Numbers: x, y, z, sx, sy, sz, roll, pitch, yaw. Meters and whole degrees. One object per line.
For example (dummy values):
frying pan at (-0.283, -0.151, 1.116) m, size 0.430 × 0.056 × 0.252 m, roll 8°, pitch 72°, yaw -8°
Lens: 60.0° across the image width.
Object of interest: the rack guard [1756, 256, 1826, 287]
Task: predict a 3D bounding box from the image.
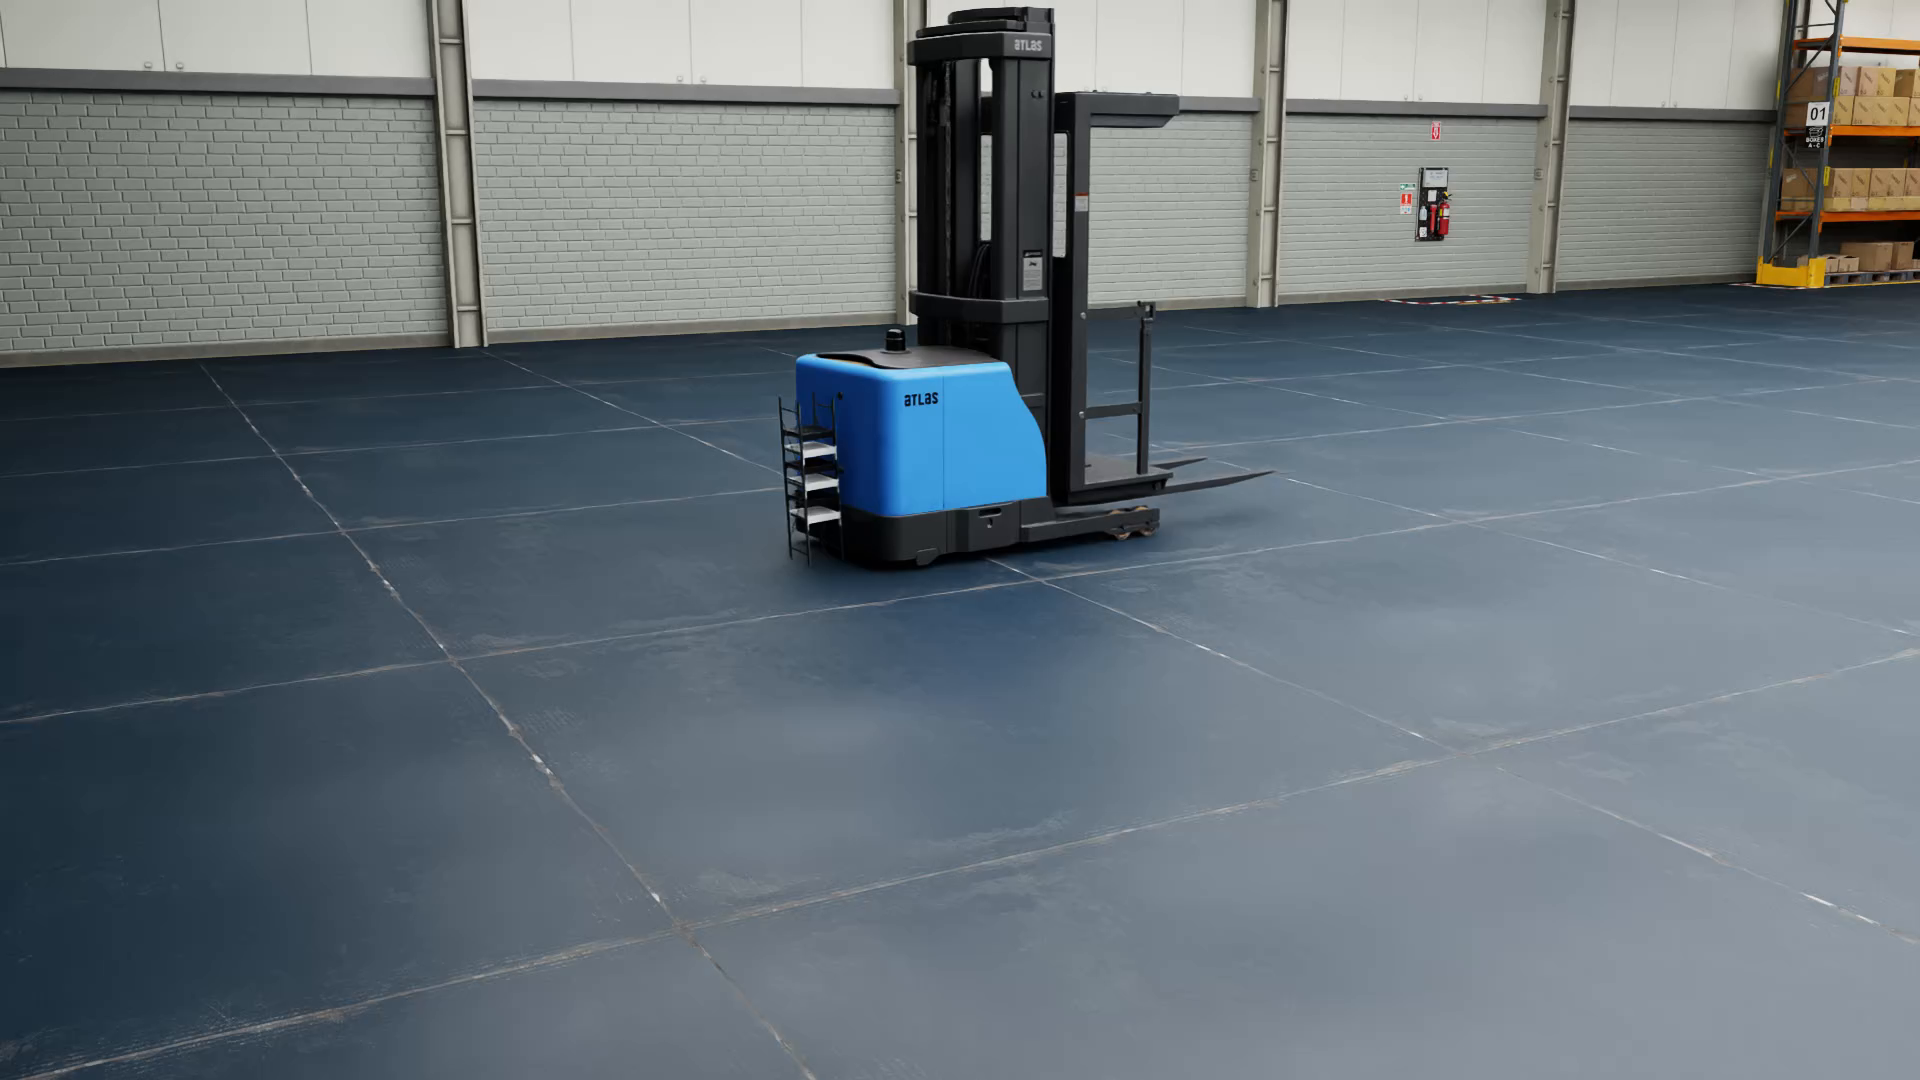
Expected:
rack guard at (15.033, -4.867, 30.097) m, size 0.348 × 0.500 × 1.175 m, roll -7°, pitch 14°, yaw -28°

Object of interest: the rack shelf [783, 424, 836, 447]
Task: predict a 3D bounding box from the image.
rack shelf at (-0.816, -0.560, 8.950) m, size 0.200 × 0.077 × 0.258 m, roll -11°, pitch 17°, yaw -31°

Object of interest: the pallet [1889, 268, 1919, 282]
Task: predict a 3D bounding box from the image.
pallet at (17.905, -5.061, 31.618) m, size 1.213 × 0.211 × 1.003 m, roll -7°, pitch 14°, yaw -28°

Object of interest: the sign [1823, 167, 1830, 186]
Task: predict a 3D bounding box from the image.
sign at (15.227, -6.396, 29.227) m, size 0.005 × 0.325 × 0.100 m, roll -7°, pitch 14°, yaw -28°

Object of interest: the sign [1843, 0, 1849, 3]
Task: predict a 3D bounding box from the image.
sign at (15.226, -9.395, 28.552) m, size 0.005 × 0.325 × 0.100 m, roll -7°, pitch 14°, yaw -28°

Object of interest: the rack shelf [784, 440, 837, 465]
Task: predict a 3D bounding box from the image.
rack shelf at (-0.812, -0.473, 8.972) m, size 0.200 × 0.077 × 0.258 m, roll -11°, pitch 17°, yaw -31°

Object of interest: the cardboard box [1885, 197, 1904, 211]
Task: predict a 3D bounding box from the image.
cardboard box at (16.891, -6.168, 30.480) m, size 0.500 × 0.250 × 0.500 m, roll -7°, pitch 14°, yaw -27°

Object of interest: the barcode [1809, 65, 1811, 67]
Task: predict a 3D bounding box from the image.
barcode at (15.350, -8.542, 30.031) m, size 0.075 × 0.075 × 0.001 m, roll -7°, pitch 14°, yaw -28°

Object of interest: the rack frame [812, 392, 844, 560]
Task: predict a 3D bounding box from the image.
rack frame at (-0.720, -0.348, 9.060) m, size 0.006 × 0.900 × 0.240 m, roll -11°, pitch 17°, yaw -31°

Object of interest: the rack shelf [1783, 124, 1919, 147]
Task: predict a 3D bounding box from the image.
rack shelf at (16.722, -7.401, 30.471) m, size 4.000 × 0.370 × 1.077 m, roll -7°, pitch 14°, yaw -28°

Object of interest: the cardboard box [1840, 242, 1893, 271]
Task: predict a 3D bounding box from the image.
cardboard box at (16.785, -5.257, 30.826) m, size 0.500 × 0.500 × 0.700 m, roll -8°, pitch 15°, yaw -31°

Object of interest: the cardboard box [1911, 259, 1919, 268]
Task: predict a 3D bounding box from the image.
cardboard box at (18.022, -5.270, 31.643) m, size 0.250 × 0.166 × 0.380 m, roll -9°, pitch 16°, yaw -35°

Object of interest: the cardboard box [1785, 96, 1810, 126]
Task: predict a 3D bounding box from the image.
cardboard box at (15.212, -7.693, 29.856) m, size 0.500 × 0.500 × 0.500 m, roll -6°, pitch 14°, yaw -24°

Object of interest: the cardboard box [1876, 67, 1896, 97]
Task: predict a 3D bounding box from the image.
cardboard box at (16.330, -8.181, 29.747) m, size 0.500 × 0.500 × 0.500 m, roll -6°, pitch 14°, yaw -26°

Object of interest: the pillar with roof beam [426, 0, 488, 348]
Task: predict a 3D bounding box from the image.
pillar with roof beam at (-3.836, -5.891, 15.291) m, size 0.400 × 9.000 × 9.100 m, roll -7°, pitch 14°, yaw -28°

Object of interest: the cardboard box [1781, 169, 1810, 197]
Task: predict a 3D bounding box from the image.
cardboard box at (15.278, -6.471, 30.121) m, size 0.500 × 0.500 × 0.500 m, roll -7°, pitch 14°, yaw -28°

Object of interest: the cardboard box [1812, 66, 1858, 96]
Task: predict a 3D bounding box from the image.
cardboard box at (15.421, -8.082, 29.307) m, size 0.500 × 0.500 × 0.500 m, roll -8°, pitch 15°, yaw -32°

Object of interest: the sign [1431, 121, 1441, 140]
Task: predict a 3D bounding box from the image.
sign at (7.658, -6.584, 26.754) m, size 0.199 × 0.298 × 0.001 m, roll -7°, pitch 14°, yaw -28°

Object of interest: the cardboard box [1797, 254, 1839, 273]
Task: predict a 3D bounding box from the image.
cardboard box at (15.617, -5.037, 30.280) m, size 0.500 × 0.311 × 0.500 m, roll -9°, pitch 15°, yaw -34°

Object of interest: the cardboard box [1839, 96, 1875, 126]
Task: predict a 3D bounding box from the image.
cardboard box at (15.868, -7.637, 29.607) m, size 0.500 × 0.500 × 0.500 m, roll -6°, pitch 14°, yaw -24°

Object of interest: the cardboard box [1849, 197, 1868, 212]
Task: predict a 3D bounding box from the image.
cardboard box at (15.996, -6.063, 30.012) m, size 0.500 × 0.250 × 0.500 m, roll -7°, pitch 15°, yaw -30°

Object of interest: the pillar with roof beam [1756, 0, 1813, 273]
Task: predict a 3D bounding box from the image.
pillar with roof beam at (17.229, -8.416, 26.509) m, size 0.400 × 9.000 × 9.100 m, roll -7°, pitch 14°, yaw -28°

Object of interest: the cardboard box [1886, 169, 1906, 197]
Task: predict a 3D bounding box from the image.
cardboard box at (16.872, -6.533, 30.395) m, size 0.500 × 0.500 × 0.500 m, roll -6°, pitch 14°, yaw -26°

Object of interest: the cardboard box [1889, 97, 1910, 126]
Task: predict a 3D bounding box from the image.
cardboard box at (16.782, -7.753, 30.122) m, size 0.500 × 0.500 × 0.500 m, roll -6°, pitch 14°, yaw -24°

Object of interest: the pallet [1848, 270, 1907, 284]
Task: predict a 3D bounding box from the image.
pallet at (16.833, -4.932, 31.044) m, size 1.213 × 0.211 × 1.003 m, roll -7°, pitch 14°, yaw -28°

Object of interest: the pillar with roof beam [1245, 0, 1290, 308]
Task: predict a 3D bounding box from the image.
pillar with roof beam at (6.696, -7.154, 20.900) m, size 0.400 × 9.000 × 9.100 m, roll -7°, pitch 14°, yaw -28°

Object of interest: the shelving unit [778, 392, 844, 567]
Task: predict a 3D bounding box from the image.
shelving unit at (-0.805, -0.331, 9.008) m, size 0.210 × 0.900 × 0.258 m, roll -11°, pitch 17°, yaw -31°

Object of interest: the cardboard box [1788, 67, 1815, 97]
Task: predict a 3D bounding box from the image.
cardboard box at (15.220, -8.184, 29.760) m, size 0.500 × 0.500 × 0.500 m, roll -6°, pitch 14°, yaw -25°

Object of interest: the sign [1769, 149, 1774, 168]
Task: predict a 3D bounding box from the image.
sign at (14.718, -6.907, 30.109) m, size 0.005 × 0.325 × 0.100 m, roll -7°, pitch 14°, yaw -28°

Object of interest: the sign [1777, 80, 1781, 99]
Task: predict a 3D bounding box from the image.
sign at (14.718, -8.083, 29.845) m, size 0.005 × 0.325 × 0.100 m, roll -7°, pitch 14°, yaw -28°

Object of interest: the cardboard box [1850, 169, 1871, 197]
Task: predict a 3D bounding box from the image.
cardboard box at (15.968, -6.423, 29.907) m, size 0.500 × 0.500 × 0.500 m, roll -7°, pitch 14°, yaw -28°

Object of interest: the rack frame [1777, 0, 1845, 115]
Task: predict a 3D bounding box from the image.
rack frame at (14.967, -9.005, 29.128) m, size 0.127 × 3.000 × 1.000 m, roll -7°, pitch 14°, yaw -28°

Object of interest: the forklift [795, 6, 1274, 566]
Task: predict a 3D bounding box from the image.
forklift at (0.562, -1.521, 9.694) m, size 3.031 × 2.935 × 1.130 m, roll -9°, pitch 15°, yaw -34°

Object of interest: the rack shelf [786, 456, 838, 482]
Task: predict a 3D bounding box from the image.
rack shelf at (-0.808, -0.386, 8.994) m, size 0.200 × 0.077 × 0.258 m, roll -11°, pitch 17°, yaw -31°
